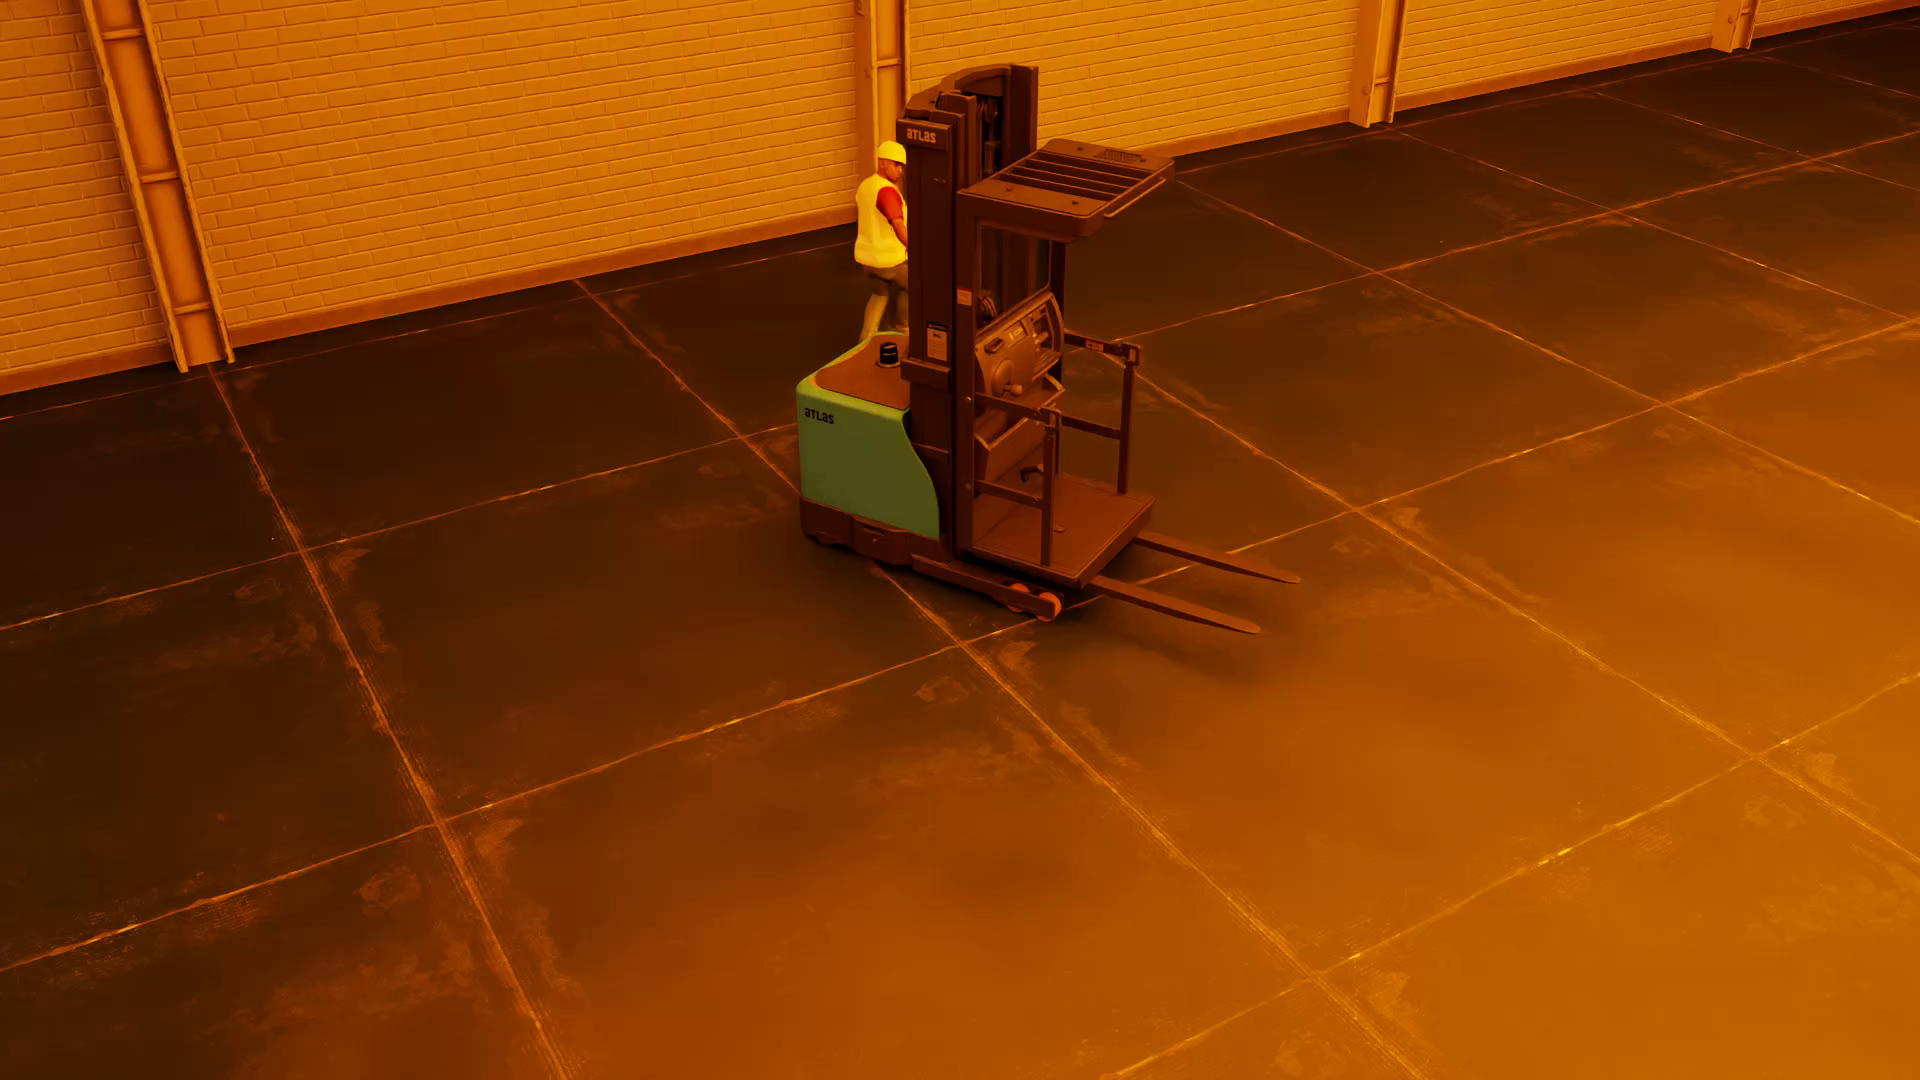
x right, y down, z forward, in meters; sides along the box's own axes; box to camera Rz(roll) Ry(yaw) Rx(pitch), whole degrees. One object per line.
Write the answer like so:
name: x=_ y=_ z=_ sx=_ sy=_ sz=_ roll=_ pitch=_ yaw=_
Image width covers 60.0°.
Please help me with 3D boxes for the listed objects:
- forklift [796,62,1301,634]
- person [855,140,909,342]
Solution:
forklift: x=0.523 y=-1.096 z=9.477 sx=3.031 sy=2.935 sz=1.130 roll=17 pitch=35 yaw=26
person: x=-0.420 y=-2.189 z=12.591 sx=0.852 sy=1.625 sz=0.913 roll=-27 pitch=40 yaw=-37
